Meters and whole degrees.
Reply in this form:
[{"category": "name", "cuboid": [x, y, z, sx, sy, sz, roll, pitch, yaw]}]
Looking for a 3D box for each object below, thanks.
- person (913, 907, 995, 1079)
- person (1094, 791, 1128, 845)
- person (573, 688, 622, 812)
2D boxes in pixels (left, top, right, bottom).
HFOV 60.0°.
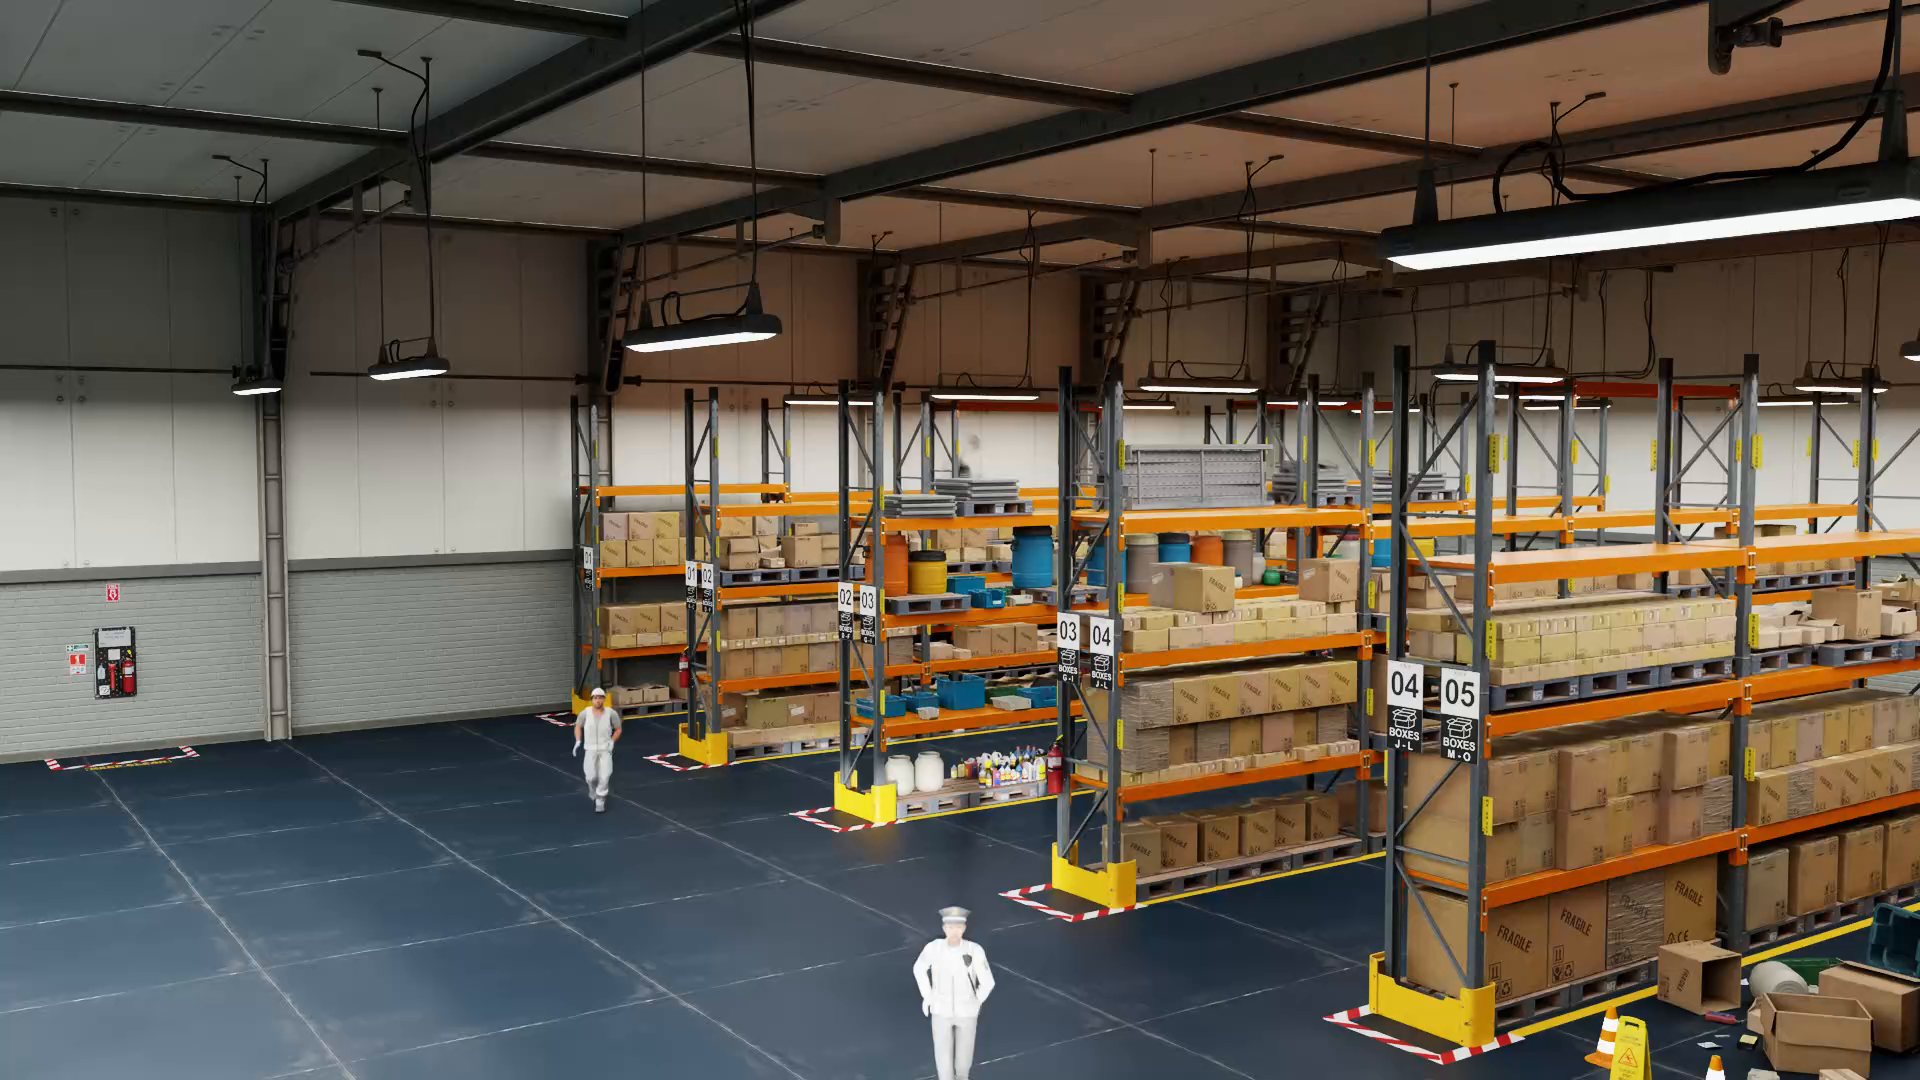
[{"category": "person", "cuboid": [-0.048, 3.580, 12.559, 0.618, 1.696, 0.842, 0, 3, 1]}, {"category": "person", "cuboid": [2.011, 3.042, 21.303, 0.665, 1.673, 0.671, 3, 5, 45]}, {"category": "person", "cuboid": [-5.029, 2.911, 23.085, 0.664, 1.732, 0.634, -1, 3, -8]}]
